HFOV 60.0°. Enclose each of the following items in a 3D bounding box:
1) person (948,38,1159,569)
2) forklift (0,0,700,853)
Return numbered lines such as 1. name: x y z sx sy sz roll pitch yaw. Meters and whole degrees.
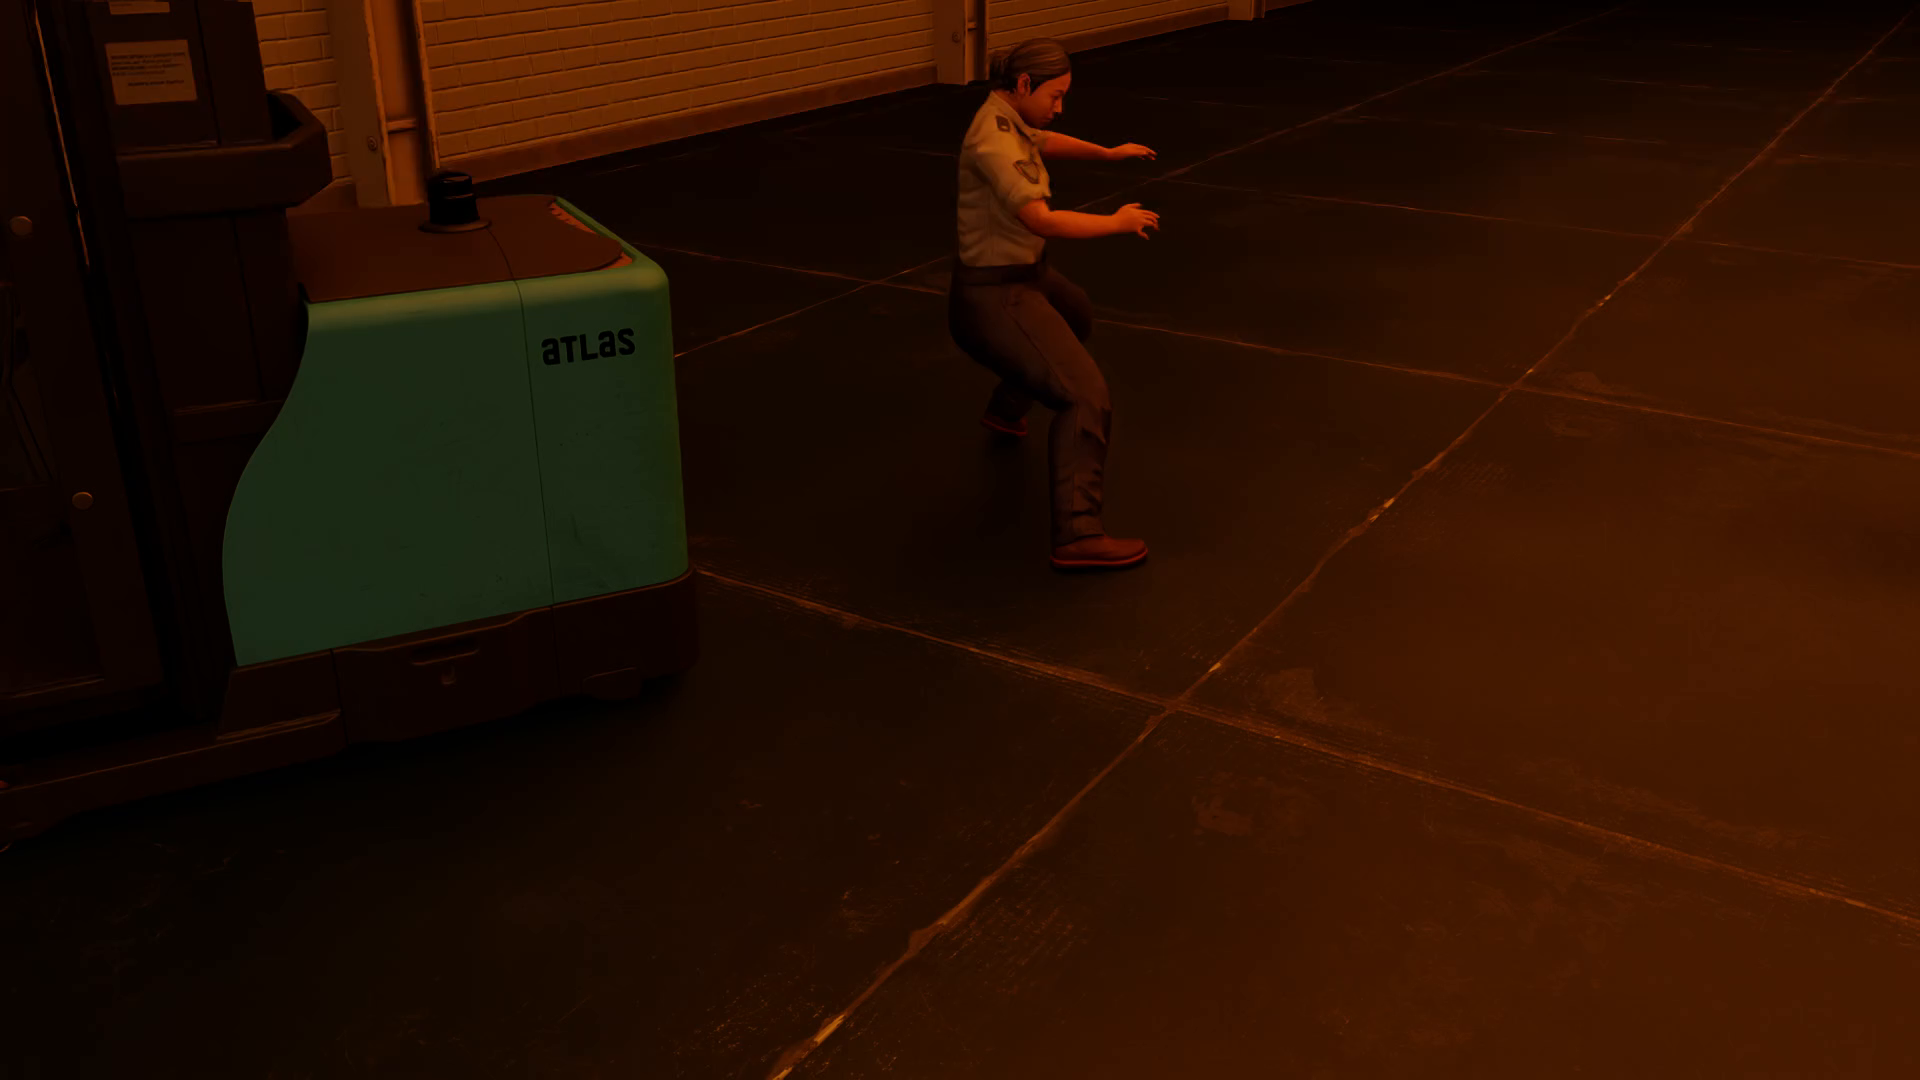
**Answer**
1. person: 0.296 -0.798 5.087 0.611 1.430 1.204 2 23 5
2. forklift: -2.203 -0.882 3.377 3.031 2.935 1.130 -11 26 -25
